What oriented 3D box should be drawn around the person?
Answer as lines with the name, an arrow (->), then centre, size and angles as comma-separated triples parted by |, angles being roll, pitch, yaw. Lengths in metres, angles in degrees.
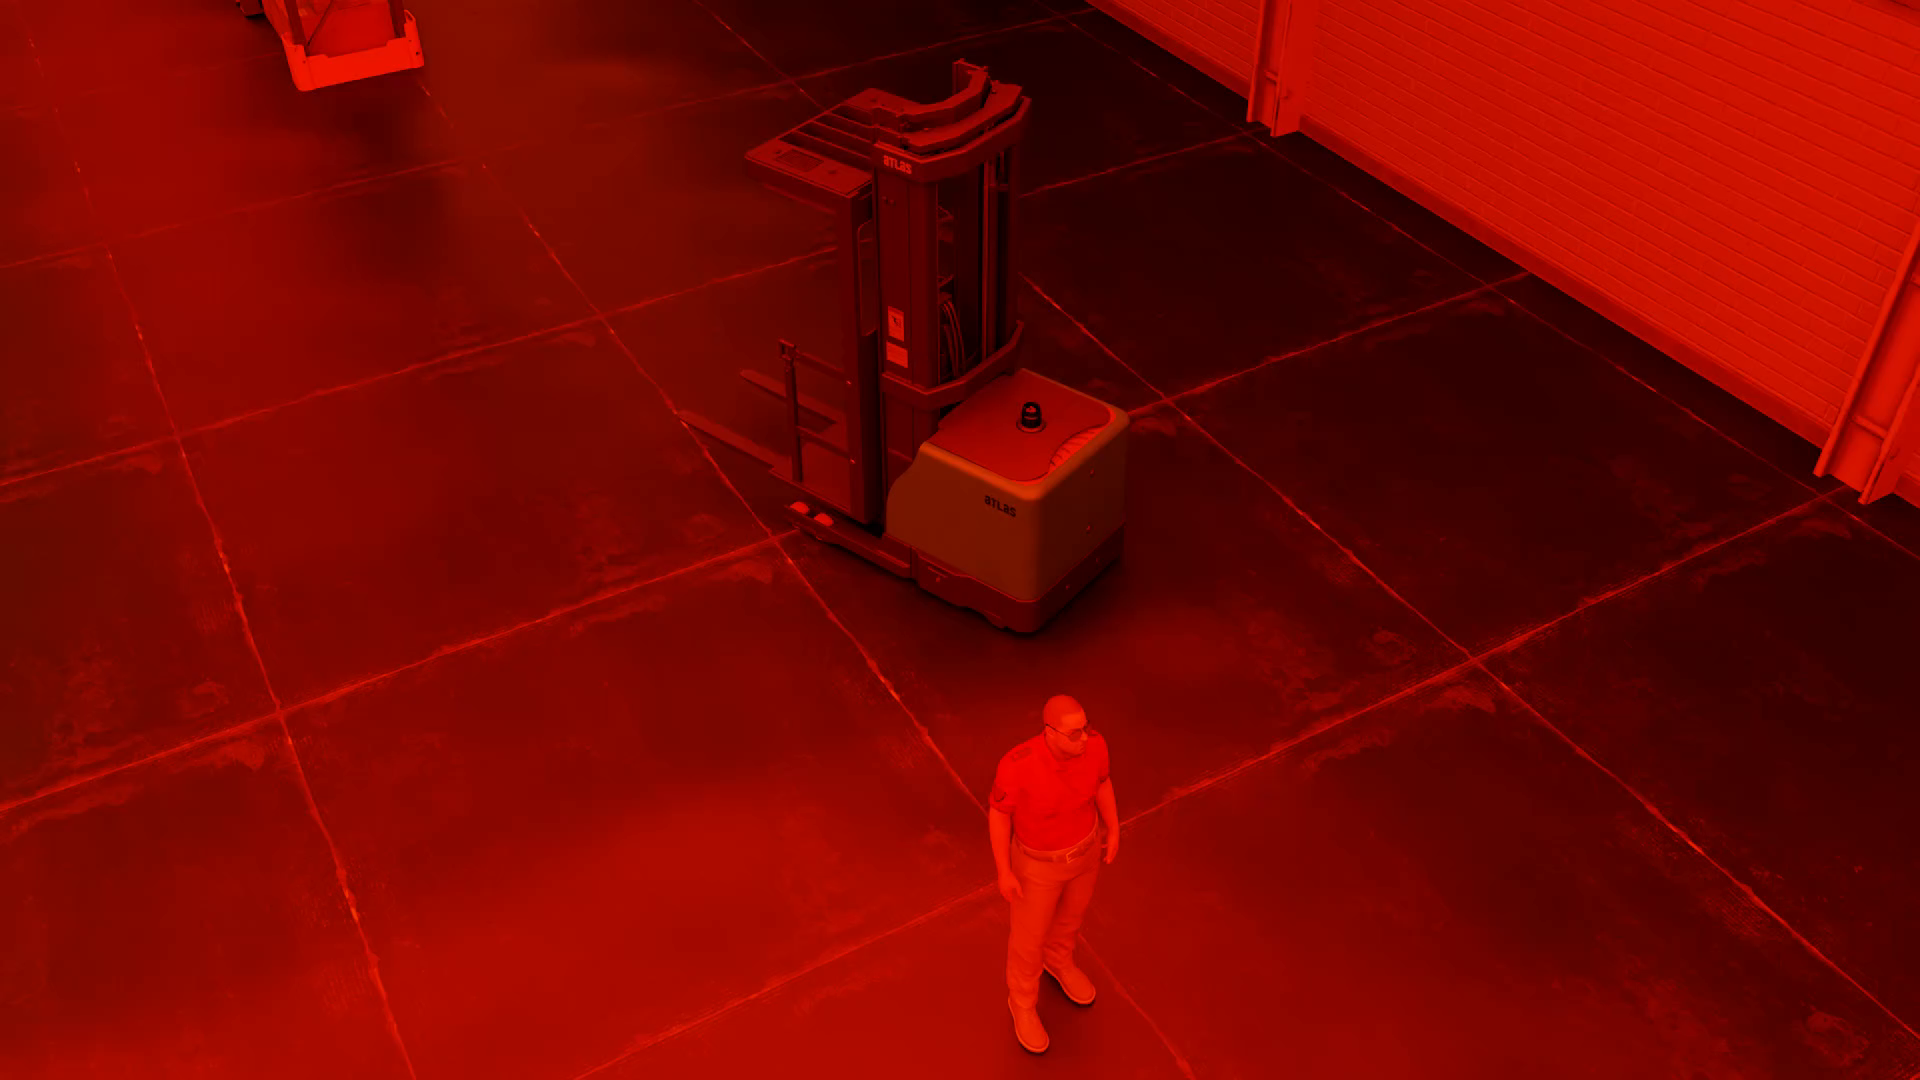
person -> 0.461, 1.426, 7.251 | 0.640, 1.724, 0.551 | -20, 44, -23

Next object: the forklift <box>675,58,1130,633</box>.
forklift -> -0.481, -1.366, 9.683 | 3.031, 2.935, 1.130 | 26, 46, 28
